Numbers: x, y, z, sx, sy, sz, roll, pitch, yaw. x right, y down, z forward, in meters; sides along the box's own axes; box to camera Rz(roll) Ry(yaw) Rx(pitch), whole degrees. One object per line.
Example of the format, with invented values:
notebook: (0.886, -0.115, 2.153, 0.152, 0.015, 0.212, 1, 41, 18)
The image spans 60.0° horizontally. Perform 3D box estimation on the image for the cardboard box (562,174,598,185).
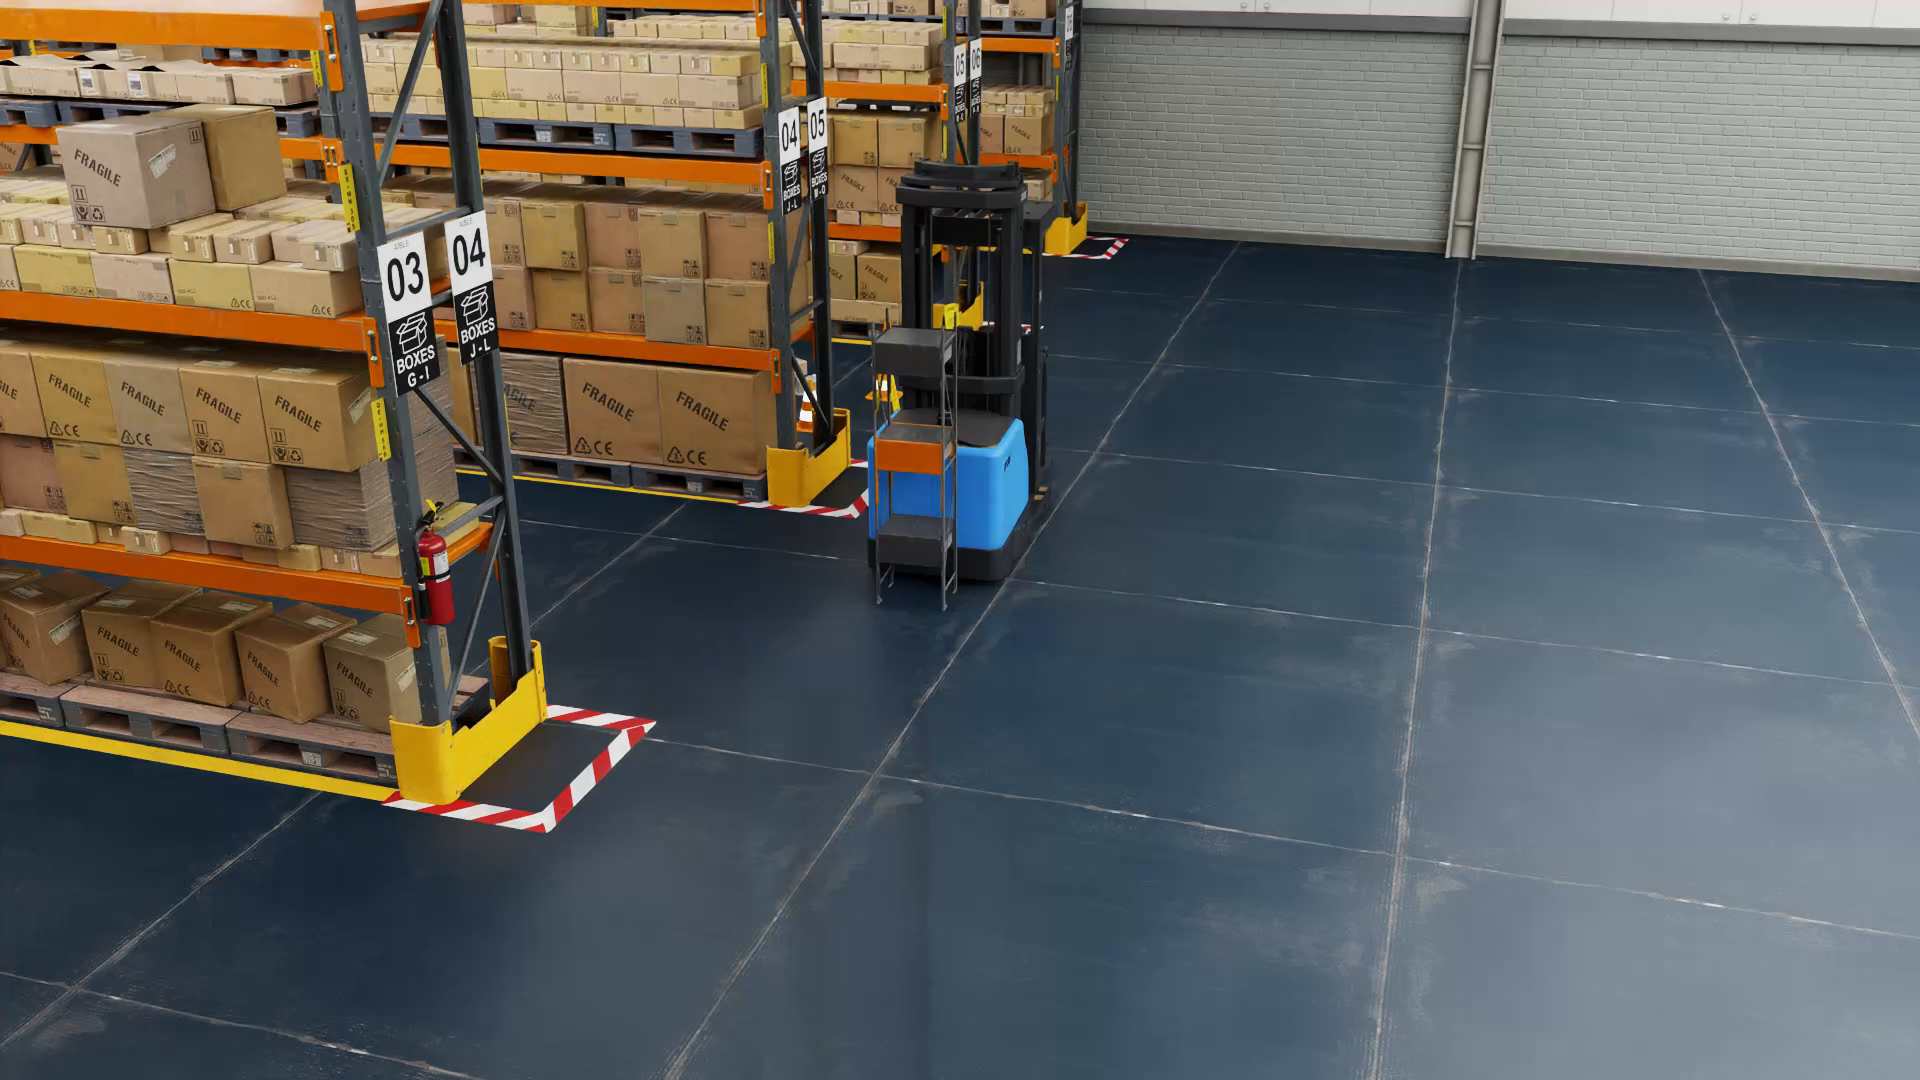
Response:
cardboard box: (-4.379, -4.164, 19.151, 0.250, 0.149, 0.380, 7, 23, 16)

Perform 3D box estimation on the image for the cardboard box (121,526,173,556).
cardboard box: (-4.639, -0.057, 9.692, 0.250, 0.149, 0.380, 7, 23, 16)

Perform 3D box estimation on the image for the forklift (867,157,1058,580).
forklift: (0.145, -1.587, 13.182, 1.130, 2.935, 3.031, 5, 23, 12)

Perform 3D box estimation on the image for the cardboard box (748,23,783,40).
cardboard box: (-2.088, -5.477, 17.902, 0.250, 0.149, 0.380, 7, 23, 17)

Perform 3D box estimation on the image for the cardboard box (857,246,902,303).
cardboard box: (-0.820, -2.953, 18.504, 0.500, 0.500, 0.500, 7, 23, 16)

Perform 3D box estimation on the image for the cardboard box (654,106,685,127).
cardboard box: (-2.214, -3.363, 13.114, 0.250, 0.149, 0.380, 7, 23, 16)

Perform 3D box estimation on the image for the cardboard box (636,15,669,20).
cardboard box: (-3.441, -5.815, 18.726, 0.250, 0.149, 0.380, 7, 23, 17)

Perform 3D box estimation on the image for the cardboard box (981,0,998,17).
cardboard box: (0.329, -7.069, 21.997, 0.258, 0.266, 0.396, 7, 23, 16)

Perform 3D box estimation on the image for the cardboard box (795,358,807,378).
cardboard box: (-1.815, -1.782, 17.323, 0.380, 0.149, 0.250, -20, 29, -39)

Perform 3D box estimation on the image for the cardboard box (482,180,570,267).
cardboard box: (-3.759, -2.709, 14.206, 0.550, 0.550, 0.875, 7, 23, 16)

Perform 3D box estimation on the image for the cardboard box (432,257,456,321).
cardboard box: (-4.250, -2.301, 14.635, 0.550, 0.550, 0.875, 7, 23, 16)

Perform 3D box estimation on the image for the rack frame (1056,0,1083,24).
rack frame: (1.453, -8.271, 21.480, 0.127, 3.000, 1.000, 7, 23, 16)

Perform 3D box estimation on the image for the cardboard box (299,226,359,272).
cardboard box: (-3.196, -1.510, 8.625, 0.250, 0.149, 0.380, 7, 23, 16)

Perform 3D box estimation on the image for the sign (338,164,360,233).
sign: (-3.020, -1.689, 8.220, 0.005, 0.325, 0.100, 7, 23, 16)

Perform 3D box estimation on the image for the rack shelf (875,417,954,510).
rack shelf: (-0.311, -0.543, 11.768, 0.480, 0.518, 0.431, 5, 23, 12)

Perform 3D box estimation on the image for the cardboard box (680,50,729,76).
cardboard box: (-1.970, -3.704, 12.896, 0.250, 0.149, 0.380, 7, 23, 16)

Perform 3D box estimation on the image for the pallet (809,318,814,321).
pallet: (-1.982, -2.646, 19.347, 1.213, 0.211, 1.003, 7, 23, 16)

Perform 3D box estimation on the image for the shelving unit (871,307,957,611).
shelving unit: (-0.311, -0.556, 11.763, 0.503, 2.100, 0.431, 5, 23, 12)

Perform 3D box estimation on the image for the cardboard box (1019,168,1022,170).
cardboard box: (0.568, -5.055, 23.298, 0.500, 0.250, 0.500, 7, 23, 16)

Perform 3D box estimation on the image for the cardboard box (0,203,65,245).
cardboard box: (-5.188, -1.755, 9.221, 0.250, 0.149, 0.380, 6, 23, 14)

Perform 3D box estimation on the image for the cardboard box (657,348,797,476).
cardboard box: (-1.979, -1.143, 14.256, 0.875, 0.875, 0.875, 7, 23, 16)

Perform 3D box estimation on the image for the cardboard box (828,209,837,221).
cardboard box: (-1.371, -3.658, 18.471, 0.250, 0.149, 0.380, 7, 23, 16)

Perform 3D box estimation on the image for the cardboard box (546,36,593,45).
cardboard box: (-3.244, -4.111, 13.886, 0.250, 0.149, 0.380, 7, 23, 16)

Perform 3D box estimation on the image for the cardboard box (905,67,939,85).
cardboard box: (-0.400, -4.900, 17.547, 0.250, 0.149, 0.380, 7, 23, 16)

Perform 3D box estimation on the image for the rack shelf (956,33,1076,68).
rack shelf: (-0.462, -6.769, 22.721, 4.000, 0.370, 1.077, 7, 23, 16)

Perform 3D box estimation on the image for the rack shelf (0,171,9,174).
rack shelf: (-13.381, -4.893, 22.099, 4.000, 0.370, 1.077, 7, 23, 16)

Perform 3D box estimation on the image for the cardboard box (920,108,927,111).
cardboard box: (-0.408, -5.969, 22.789, 0.250, 0.149, 0.380, 6, 23, 15)

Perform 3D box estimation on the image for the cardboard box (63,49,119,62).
cardboard box: (-7.882, -4.340, 15.283, 0.500, 0.311, 0.500, 7, 23, 16)

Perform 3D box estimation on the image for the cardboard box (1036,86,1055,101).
cardboard box: (1.193, -6.093, 22.699, 0.250, 0.149, 0.380, 6, 23, 14)

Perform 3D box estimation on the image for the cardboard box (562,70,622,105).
cardboard box: (-2.819, -3.641, 13.266, 0.500, 0.250, 0.500, 6, 23, 15)

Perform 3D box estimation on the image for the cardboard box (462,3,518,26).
cardboard box: (-5.382, -5.995, 18.870, 0.500, 0.250, 0.500, 7, 23, 16)

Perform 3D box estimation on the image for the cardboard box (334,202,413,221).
cardboard box: (-3.257, -1.771, 9.260, 0.250, 0.149, 0.380, 7, 23, 17)

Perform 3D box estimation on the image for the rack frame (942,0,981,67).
rack frame: (0.022, -6.467, 17.083, 0.127, 3.000, 1.000, 7, 23, 16)

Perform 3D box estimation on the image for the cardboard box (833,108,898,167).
cardboard box: (-1.012, -4.373, 18.041, 0.500, 0.500, 0.700, 7, 23, 16)

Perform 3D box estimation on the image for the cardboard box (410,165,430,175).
cardboard box: (-6.359, -4.417, 19.769, 0.250, 0.149, 0.380, 8, 24, 19)

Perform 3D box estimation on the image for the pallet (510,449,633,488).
pallet: (-3.263, -0.785, 14.811, 1.213, 0.211, 1.003, 7, 23, 15)

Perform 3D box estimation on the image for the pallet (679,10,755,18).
pallet: (-3.225, -7.325, 23.379, 1.217, 0.209, 0.805, 6, 23, 13)

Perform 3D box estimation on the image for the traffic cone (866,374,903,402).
traffic cone: (-0.757, -1.655, 16.601, 0.334, 0.463, 0.336, 7, 23, 16)

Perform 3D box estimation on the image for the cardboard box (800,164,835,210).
cardboard box: (-1.533, -3.947, 18.321, 0.500, 0.500, 0.500, 6, 23, 15)

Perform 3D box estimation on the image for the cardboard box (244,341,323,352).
cardboard box: (-3.765, -0.954, 9.706, 0.500, 0.500, 0.500, 7, 23, 16)

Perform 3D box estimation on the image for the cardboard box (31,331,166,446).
cardboard box: (-4.873, -0.874, 9.512, 0.500, 0.500, 0.500, 7, 23, 16)

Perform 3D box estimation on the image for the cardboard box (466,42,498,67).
cardboard box: (-3.913, -3.927, 13.438, 0.250, 0.149, 0.380, 7, 23, 16)

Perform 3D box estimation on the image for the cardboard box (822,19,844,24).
cardboard box: (-1.437, -5.622, 18.255, 0.250, 0.149, 0.380, 7, 23, 17)

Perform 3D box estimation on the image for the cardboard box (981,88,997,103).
cardboard box: (0.329, -6.031, 22.546, 0.250, 0.149, 0.380, 7, 23, 16)

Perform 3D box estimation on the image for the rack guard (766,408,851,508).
rack guard: (-1.288, -0.722, 14.278, 0.348, 0.500, 1.175, 7, 23, 16)

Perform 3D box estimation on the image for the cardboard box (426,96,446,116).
cardboard box: (-4.163, -3.586, 13.657, 0.250, 0.149, 0.380, 6, 23, 15)

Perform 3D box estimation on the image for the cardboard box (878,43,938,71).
cardboard box: (-0.545, -5.105, 17.522, 0.500, 0.250, 0.500, 6, 23, 15)

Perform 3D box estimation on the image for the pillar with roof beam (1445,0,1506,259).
pillar with roof beam: (5.547, -6.453, 17.048, 0.400, 9.000, 9.100, 7, 23, 16)

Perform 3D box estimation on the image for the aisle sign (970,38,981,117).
aisle sign: (0.171, -5.000, 17.986, 0.004, 0.787, 0.394, 7, 23, 16)

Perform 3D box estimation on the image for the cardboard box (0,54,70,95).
cardboard box: (-8.340, -4.186, 14.908, 0.500, 0.311, 0.500, 7, 23, 16)

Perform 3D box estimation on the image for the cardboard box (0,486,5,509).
cardboard box: (-5.788, -0.574, 10.097, 0.500, 0.500, 0.875, 7, 23, 16)

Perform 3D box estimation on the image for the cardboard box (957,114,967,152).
cardboard box: (-0.079, -5.616, 22.782, 0.500, 0.500, 0.500, 6, 23, 14)
